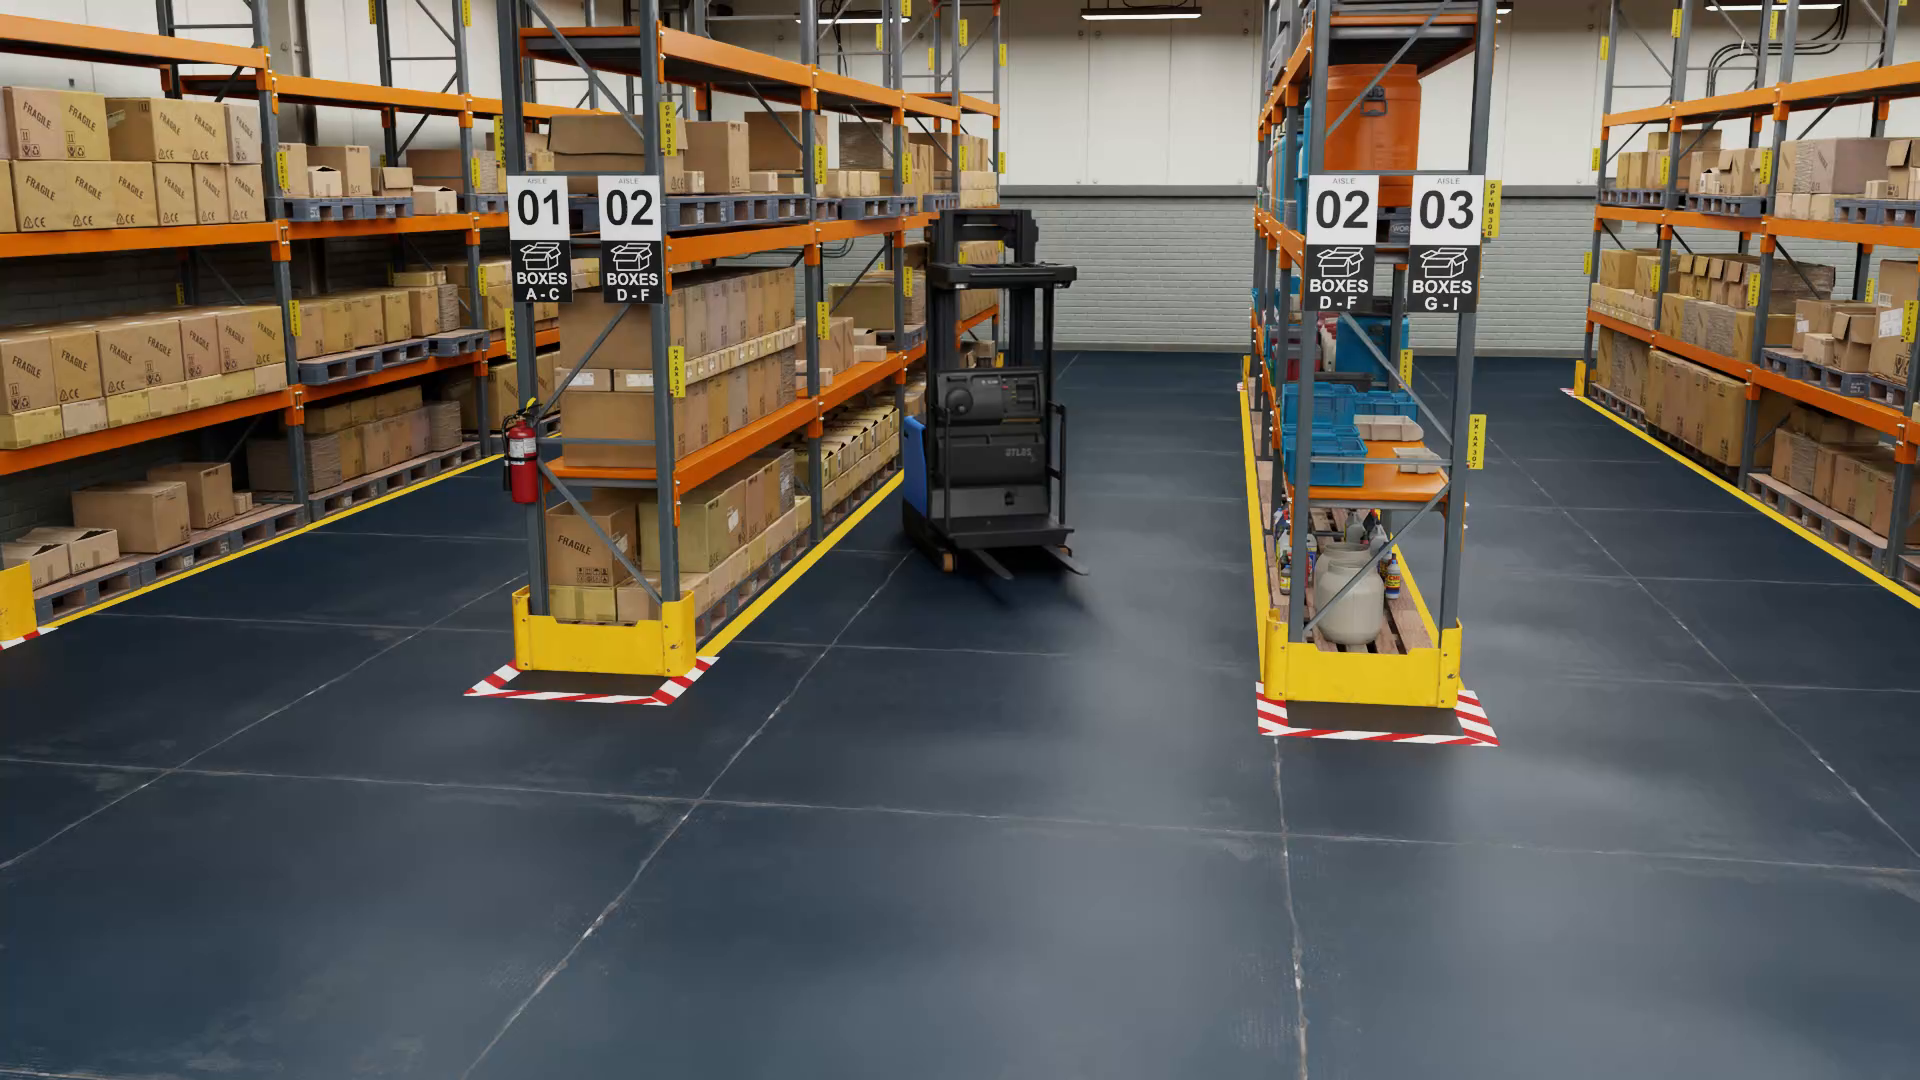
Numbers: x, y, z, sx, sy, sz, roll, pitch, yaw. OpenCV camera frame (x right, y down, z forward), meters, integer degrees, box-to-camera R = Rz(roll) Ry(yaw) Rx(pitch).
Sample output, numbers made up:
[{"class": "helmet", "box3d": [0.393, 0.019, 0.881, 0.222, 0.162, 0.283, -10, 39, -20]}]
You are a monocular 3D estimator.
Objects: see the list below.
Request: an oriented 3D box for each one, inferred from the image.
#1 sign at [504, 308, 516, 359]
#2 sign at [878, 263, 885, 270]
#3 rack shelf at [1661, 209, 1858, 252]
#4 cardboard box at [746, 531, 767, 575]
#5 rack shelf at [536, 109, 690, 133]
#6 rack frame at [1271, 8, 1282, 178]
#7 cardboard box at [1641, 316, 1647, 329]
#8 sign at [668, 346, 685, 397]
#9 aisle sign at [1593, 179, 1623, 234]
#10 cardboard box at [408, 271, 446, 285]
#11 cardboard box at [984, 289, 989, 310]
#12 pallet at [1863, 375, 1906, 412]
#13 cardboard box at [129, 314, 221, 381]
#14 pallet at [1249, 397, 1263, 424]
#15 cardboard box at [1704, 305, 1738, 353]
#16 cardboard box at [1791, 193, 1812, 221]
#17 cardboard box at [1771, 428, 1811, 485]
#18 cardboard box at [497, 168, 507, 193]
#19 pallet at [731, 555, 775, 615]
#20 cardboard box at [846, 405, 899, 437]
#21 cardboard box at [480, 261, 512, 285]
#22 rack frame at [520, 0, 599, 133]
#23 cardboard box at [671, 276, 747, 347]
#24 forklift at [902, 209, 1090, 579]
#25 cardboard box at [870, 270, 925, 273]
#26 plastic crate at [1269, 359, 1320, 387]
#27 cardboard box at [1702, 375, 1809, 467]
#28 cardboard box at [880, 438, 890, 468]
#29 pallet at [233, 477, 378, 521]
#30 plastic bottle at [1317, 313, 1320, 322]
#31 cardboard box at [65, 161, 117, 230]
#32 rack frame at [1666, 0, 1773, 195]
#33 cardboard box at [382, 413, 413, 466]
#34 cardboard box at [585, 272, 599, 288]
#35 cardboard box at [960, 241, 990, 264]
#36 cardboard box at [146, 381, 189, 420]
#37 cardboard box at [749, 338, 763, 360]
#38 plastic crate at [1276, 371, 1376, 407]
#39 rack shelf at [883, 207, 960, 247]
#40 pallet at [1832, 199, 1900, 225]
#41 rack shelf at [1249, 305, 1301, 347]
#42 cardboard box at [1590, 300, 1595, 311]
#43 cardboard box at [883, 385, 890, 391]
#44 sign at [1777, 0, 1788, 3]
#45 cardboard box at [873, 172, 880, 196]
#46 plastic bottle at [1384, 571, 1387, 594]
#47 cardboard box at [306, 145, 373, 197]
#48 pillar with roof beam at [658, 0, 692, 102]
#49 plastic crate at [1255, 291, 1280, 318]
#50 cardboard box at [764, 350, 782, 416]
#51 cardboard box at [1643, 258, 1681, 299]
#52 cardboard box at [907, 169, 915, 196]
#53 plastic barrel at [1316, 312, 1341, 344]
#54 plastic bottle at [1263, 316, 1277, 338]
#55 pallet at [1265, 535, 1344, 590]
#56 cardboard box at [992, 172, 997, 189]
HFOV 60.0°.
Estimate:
[{"class": "sign", "box3d": [-2.888, -1.334, 10.752, 0.100, 0.325, 0.005, 2, 12, 9]}, {"class": "sign", "box3d": [-1.046, -3.569, 22.378, 0.100, 0.325, 0.005, 2, 12, 9]}, {"class": "rack shelf", "box3d": [8.971, -3.506, 18.730, 1.077, 0.370, 4.000, 2, 12, 9]}, {"class": "cardboard box", "box3d": [-1.820, 0.091, 12.982, 0.500, 0.250, 0.500, 2, 12, 9]}, {"class": "rack shelf", "box3d": [-5.097, -6.091, 24.554, 1.077, 0.370, 4.000, 2, 12, 9]}, {"class": "rack frame", "box3d": [3.770, -5.068, 17.151, 1.000, 3.000, 0.127, 2, 12, 9]}, {"class": "cardboard box", "box3d": [9.042, -2.813, 21.521, 0.380, 0.149, 0.250, 2, 12, 10]}, {"class": "sign", "box3d": [-1.807, -1.074, 10.615, 0.100, 0.325, 0.005, 2, 12, 9]}, {"class": "aisle sign", "box3d": [9.609, -4.936, 24.606, 0.394, 0.787, 0.004, 2, 12, 9]}, {"class": "cardboard box", "box3d": [-6.043, -2.965, 18.809, 0.380, 0.149, 0.250, 0, 12, 1]}, {"class": "cardboard box", "box3d": [0.148, -3.697, 24.792, 0.500, 0.500, 0.500, 2, 12, 9]}, {"class": "pallet", "box3d": [8.310, -1.203, 13.911, 1.003, 0.211, 1.213, 2, 12, 9]}, {"class": "cardboard box", "box3d": [-6.561, -1.610, 13.872, 0.500, 0.500, 0.500, 2, 12, 7]}, {"class": "pallet", "box3d": [4.460, -1.759, 22.656, 1.003, 0.211, 1.213, 2, 12, 9]}, {"class": "cardboard box", "box3d": [8.654, -2.346, 18.524, 0.500, 0.500, 0.500, 1, 12, 7]}, {"class": "cardboard box", "box3d": [8.261, -3.172, 15.826, 0.500, 0.250, 0.500, 2, 12, 10]}, {"class": "cardboard box", "box3d": [8.581, -0.828, 16.605, 0.700, 0.500, 0.500, 1, 12, 6]}, {"class": "cardboard box", "box3d": [-5.874, -4.516, 20.428, 0.700, 0.500, 0.500, 3, 12, 12]}, {"class": "pallet", "box3d": [-2.088, 0.318, 13.017, 1.003, 0.211, 1.213, 2, 12, 9]}, {"class": "cardboard box", "box3d": [-0.961, -1.315, 18.174, 0.500, 0.311, 0.500, 2, 12, 10]}, {"class": "cardboard box", "box3d": [-5.613, -3.225, 20.068, 0.500, 0.250, 0.500, 2, 12, 8]}, {"class": "rack frame", "box3d": [-5.404, -6.222, 22.504, 1.000, 3.000, 0.127, 2, 12, 9]}, {"class": "cardboard box", "box3d": [-2.033, -1.741, 12.636, 0.700, 0.500, 0.500, 2, 12, 9]}, {"class": "forklift", "box3d": [0.310, -1.249, 13.832, 1.130, 2.935, 3.031, -3, 12, -13]}, {"class": "cardboard box", "box3d": [-0.803, -3.292, 21.916, 0.700, 0.500, 0.500, -2, 12, -10]}, {"class": "plastic crate", "box3d": [3.144, -1.571, 15.666, 0.450, 0.188, 0.662, 2, 12, 9]}, {"class": "cardboard box", "box3d": [8.791, -1.285, 17.881, 1.225, 0.875, 0.875, 1, 12, 6]}, {"class": "cardboard box", "box3d": [-1.040, -0.933, 17.733, 0.500, 0.250, 0.500, 2, 12, 8]}, {"class": "pallet", "box3d": [-6.516, -0.423, 16.454, 1.003, 0.211, 1.213, 2, 12, 9]}, {"class": "plastic bottle", "box3d": [4.227, -2.490, 19.543, 0.144, 0.351, 0.185, 2, 12, 9]}, {"class": "cardboard box", "box3d": [-6.758, -2.597, 12.517, 0.500, 0.500, 0.500, 2, 12, 11]}, {"class": "rack frame", "box3d": [9.279, -5.740, 20.270, 1.000, 3.000, 0.127, 2, 12, 9]}, {"class": "cardboard box", "box3d": [-6.321, -1.090, 17.821, 0.700, 0.500, 0.500, 2, 12, 8]}, {"class": "cardboard box", "box3d": [-5.226, -3.389, 22.608, 0.500, 0.500, 0.500, 2, 12, 8]}, {"class": "cardboard box", "box3d": [0.158, -4.185, 24.682, 0.500, 0.500, 0.500, 2, 12, 10]}, {"class": "cardboard box", "box3d": [-6.631, -1.139, 13.465, 0.500, 0.250, 0.500, 2, 12, 9]}, {"class": "cardboard box", "box3d": [-1.766, -1.502, 13.067, 0.380, 0.149, 0.250, 2, 12, 10]}, {"class": "plastic crate", "box3d": [2.948, -1.168, 13.439, 0.767, 0.338, 0.504, 2, 12, 9]}, {"class": "rack shelf", "box3d": [-0.816, -3.828, 20.223, 1.077, 0.370, 4.000, 2, 12, 9]}, {"class": "pallet", "box3d": [8.405, -2.858, 14.461, 1.213, 0.211, 1.003, 2, 12, 9]}, {"class": "rack shelf", "box3d": [4.693, -3.033, 23.654, 1.077, 0.370, 4.000, 2, 12, 9]}, {"class": "cardboard box", "box3d": [9.514, -3.454, 24.499, 0.380, 0.149, 0.250, 2, 12, 9]}, {"class": "cardboard box", "box3d": [-1.132, -1.600, 20.186, 0.500, 0.500, 0.500, 1, 12, 7]}, {"class": "sign", "box3d": [8.115, -5.459, 16.371, 0.100, 0.325, 0.005, 2, 12, 9]}, {"class": "cardboard box", "box3d": [-1.138, -3.799, 17.740, 0.500, 0.250, 0.500, 1, 12, 4]}, {"class": "plastic bottle", "box3d": [3.142, 0.294, 12.108, 0.097, 0.201, 0.097, 0, 12, 0]}, {"class": "cardboard box", "box3d": [-6.282, -3.712, 16.745, 0.500, 0.500, 0.500, 1, 12, 7]}, {"class": "pillar with roof beam", "box3d": [-0.975, -7.505, 28.458, 9.100, 9.000, 0.548, 2, 12, 9]}, {"class": "plastic crate", "box3d": [4.120, -3.098, 22.144, 0.392, 0.384, 0.575, 2, 12, 9]}, {"class": "cardboard box", "box3d": [-1.876, -1.310, 13.717, 0.700, 0.500, 0.500, 2, 12, 8]}, {"class": "cardboard box", "box3d": [9.085, -3.351, 21.291, 0.500, 0.500, 0.500, 2, 12, 10]}, {"class": "cardboard box", "box3d": [-1.012, -4.010, 19.123, 0.910, 0.500, 0.500, 2, 12, 9]}, {"class": "plastic barrel", "box3d": [3.998, -2.096, 17.275, 0.600, 0.536, 0.708, 2, 12, 9]}, {"class": "plastic bottle", "box3d": [3.759, -2.583, 20.151, 0.152, 0.276, 0.135, 2, 12, 9]}, {"class": "pallet", "box3d": [3.010, 0.199, 13.570, 1.003, 0.211, 1.213, 2, 12, 9]}, {"class": "cardboard box", "box3d": [0.279, -5.484, 25.371, 0.500, 0.250, 0.500, 2, 12, 9]}]
